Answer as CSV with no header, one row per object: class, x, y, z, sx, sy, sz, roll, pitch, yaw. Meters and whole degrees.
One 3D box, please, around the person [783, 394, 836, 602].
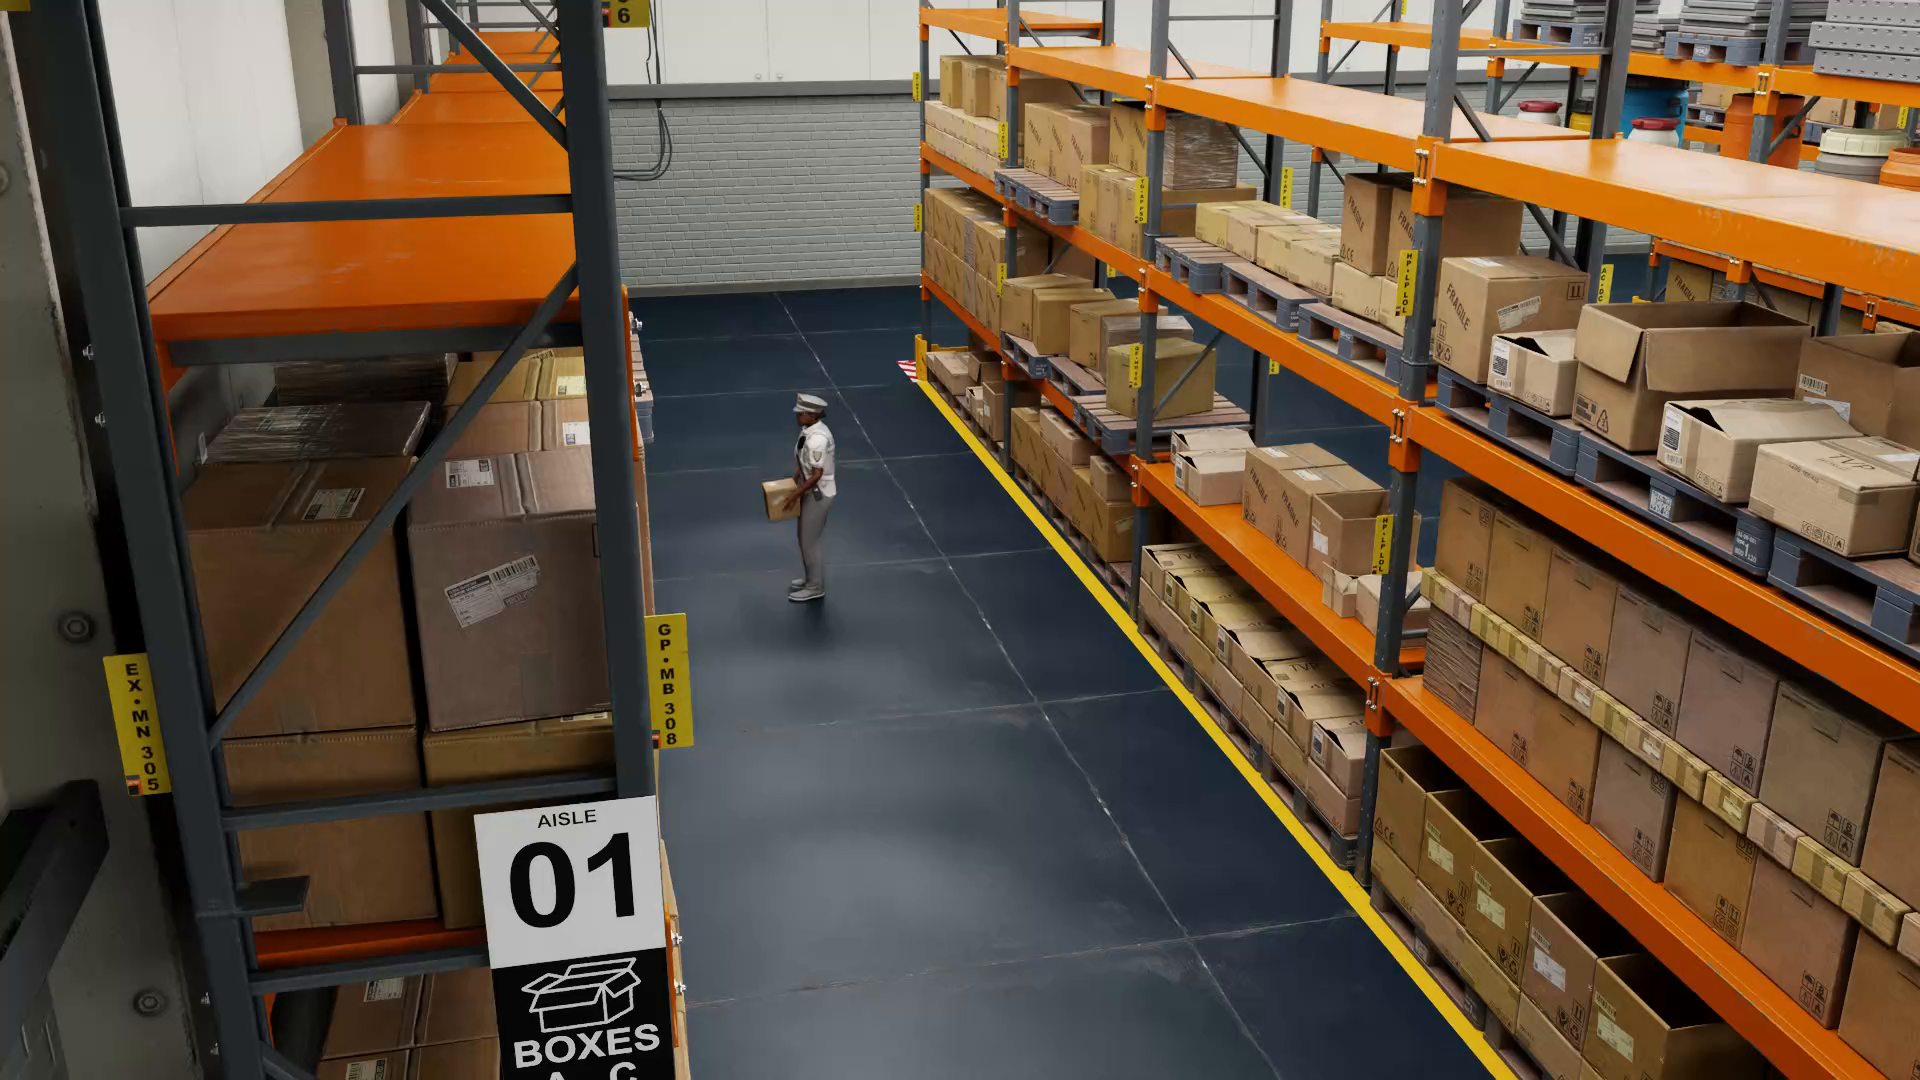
person,-1.215,-0.352,13.293,0.441,1.682,0.475,-5,20,-13
